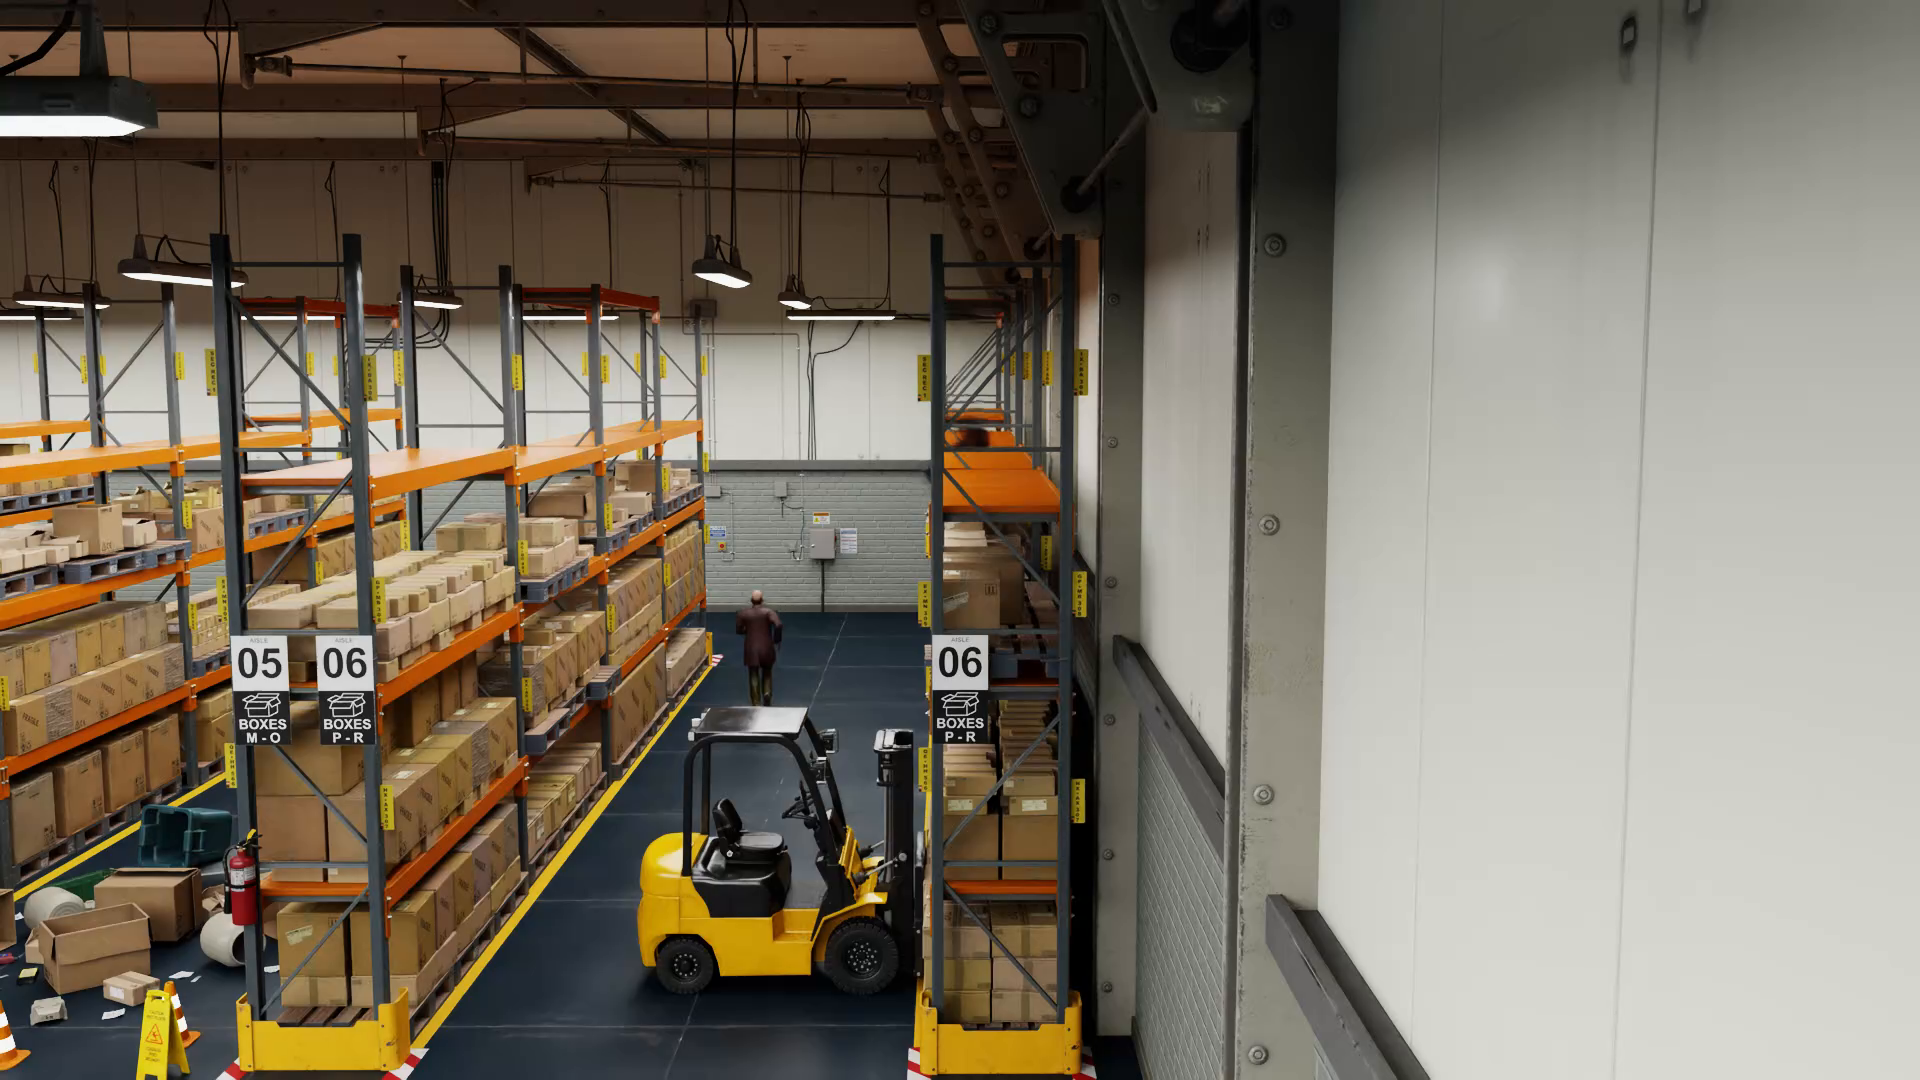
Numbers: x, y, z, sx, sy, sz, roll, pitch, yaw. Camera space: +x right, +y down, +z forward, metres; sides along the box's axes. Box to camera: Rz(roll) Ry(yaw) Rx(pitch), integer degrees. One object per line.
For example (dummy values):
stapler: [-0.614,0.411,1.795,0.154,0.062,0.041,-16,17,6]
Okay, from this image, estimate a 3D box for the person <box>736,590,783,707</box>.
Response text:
person: [-2.919,1.619,24.211,0.679,1.802,0.781,-1,6,-7]
